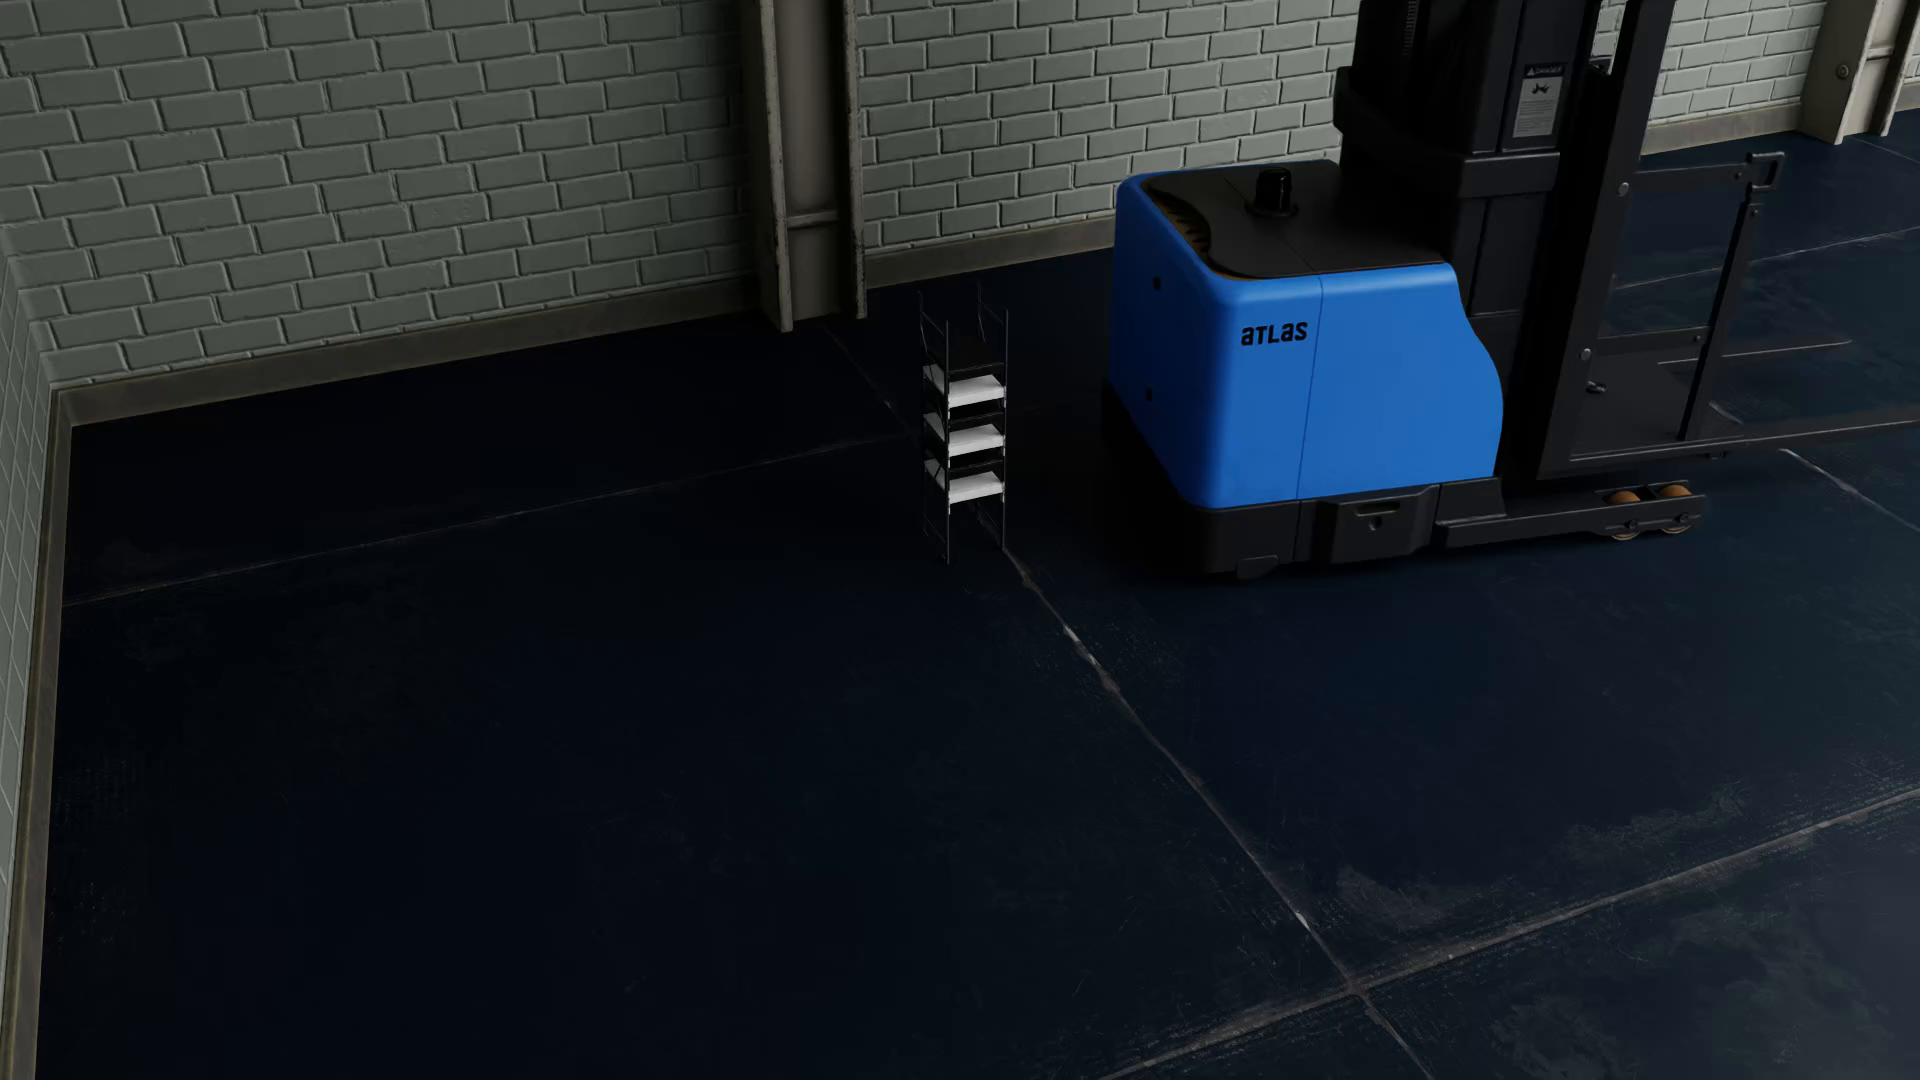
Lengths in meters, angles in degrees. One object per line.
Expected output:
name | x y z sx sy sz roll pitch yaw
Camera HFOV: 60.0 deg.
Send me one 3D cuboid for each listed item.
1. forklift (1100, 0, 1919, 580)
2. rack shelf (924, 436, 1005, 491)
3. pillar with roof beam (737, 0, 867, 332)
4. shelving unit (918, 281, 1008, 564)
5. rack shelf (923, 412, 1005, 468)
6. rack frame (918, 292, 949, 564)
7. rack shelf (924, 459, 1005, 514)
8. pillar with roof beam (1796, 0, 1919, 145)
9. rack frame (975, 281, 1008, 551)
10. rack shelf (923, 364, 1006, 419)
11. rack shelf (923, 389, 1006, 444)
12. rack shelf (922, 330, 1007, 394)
forklift | 2.096 -1.503 5.372 3.031 2.935 1.130 -7 34 -10
rack shelf | 0.007 -0.276 5.574 0.200 0.077 0.258 -13 35 -19
pillar with roof beam | 1.021 -2.613 1.515 0.400 9.000 9.100 -13 35 -19
shelving unit | 0.007 -0.379 5.507 0.210 0.900 0.258 -13 35 -19
rack shelf | 0.007 -0.351 5.525 0.200 0.077 0.258 -13 35 -19
rack frame | -0.086 -0.357 5.474 0.006 0.900 0.240 -13 35 -19
rack shelf | 0.007 -0.200 5.624 0.200 0.077 0.258 -13 35 -19
pillar with roof beam | 6.553 -3.880 3.462 0.400 9.000 9.100 -13 35 -19
rack frame | 0.101 -0.400 5.540 0.006 0.900 0.240 -13 35 -19
rack shelf | 0.007 -0.502 5.427 0.200 0.077 0.258 -13 35 -19
rack shelf | 0.007 -0.426 5.476 0.200 0.077 0.258 -13 35 -19
rack shelf | 0.007 -0.577 5.378 0.200 0.077 0.258 -13 35 -19
